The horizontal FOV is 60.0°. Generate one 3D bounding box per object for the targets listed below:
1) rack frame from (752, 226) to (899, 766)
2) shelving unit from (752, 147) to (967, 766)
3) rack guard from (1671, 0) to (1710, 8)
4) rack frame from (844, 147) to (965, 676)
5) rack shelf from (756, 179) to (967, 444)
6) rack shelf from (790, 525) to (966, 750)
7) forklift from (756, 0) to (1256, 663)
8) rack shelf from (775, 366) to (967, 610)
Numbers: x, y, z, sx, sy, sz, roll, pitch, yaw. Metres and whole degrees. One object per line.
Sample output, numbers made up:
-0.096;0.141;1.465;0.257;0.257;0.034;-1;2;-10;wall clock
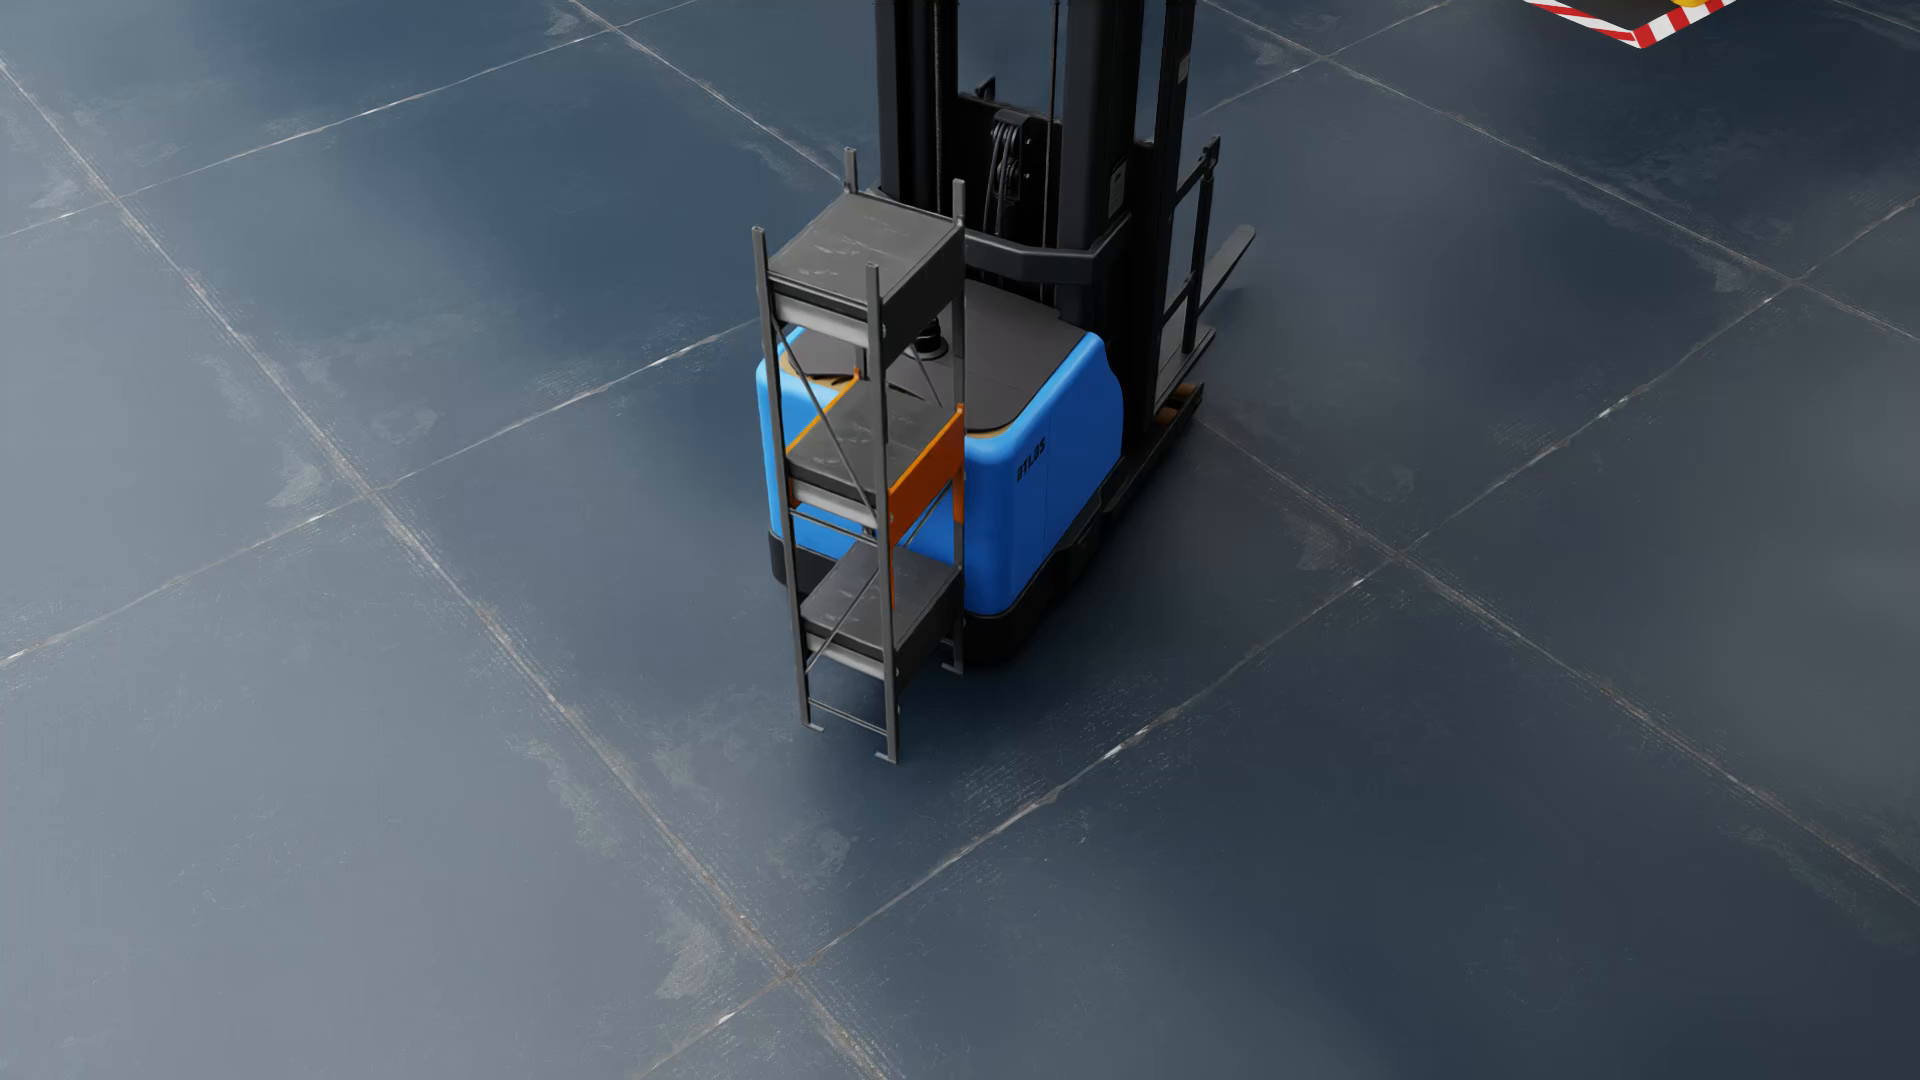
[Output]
-0.398;-0.035;5.254;0.400;2.100;0.015;20;47;20;rack frame
-0.281;-0.182;5.410;0.431;2.100;0.503;20;47;20;shelving unit
4.252;-3.825;10.458;0.348;0.500;1.175;-30;51;-28;rack guard
-0.164;-0.328;5.566;0.400;2.100;0.015;20;47;20;rack frame
-0.281;-0.682;4.940;0.431;0.518;0.480;20;47;20;rack shelf
-0.281;0.338;5.898;0.431;0.518;0.480;20;47;20;rack shelf
0.410;-1.615;6.328;1.130;2.935;3.031;20;47;20;forklift
-0.281;-0.172;5.419;0.431;0.518;0.480;20;47;20;rack shelf
